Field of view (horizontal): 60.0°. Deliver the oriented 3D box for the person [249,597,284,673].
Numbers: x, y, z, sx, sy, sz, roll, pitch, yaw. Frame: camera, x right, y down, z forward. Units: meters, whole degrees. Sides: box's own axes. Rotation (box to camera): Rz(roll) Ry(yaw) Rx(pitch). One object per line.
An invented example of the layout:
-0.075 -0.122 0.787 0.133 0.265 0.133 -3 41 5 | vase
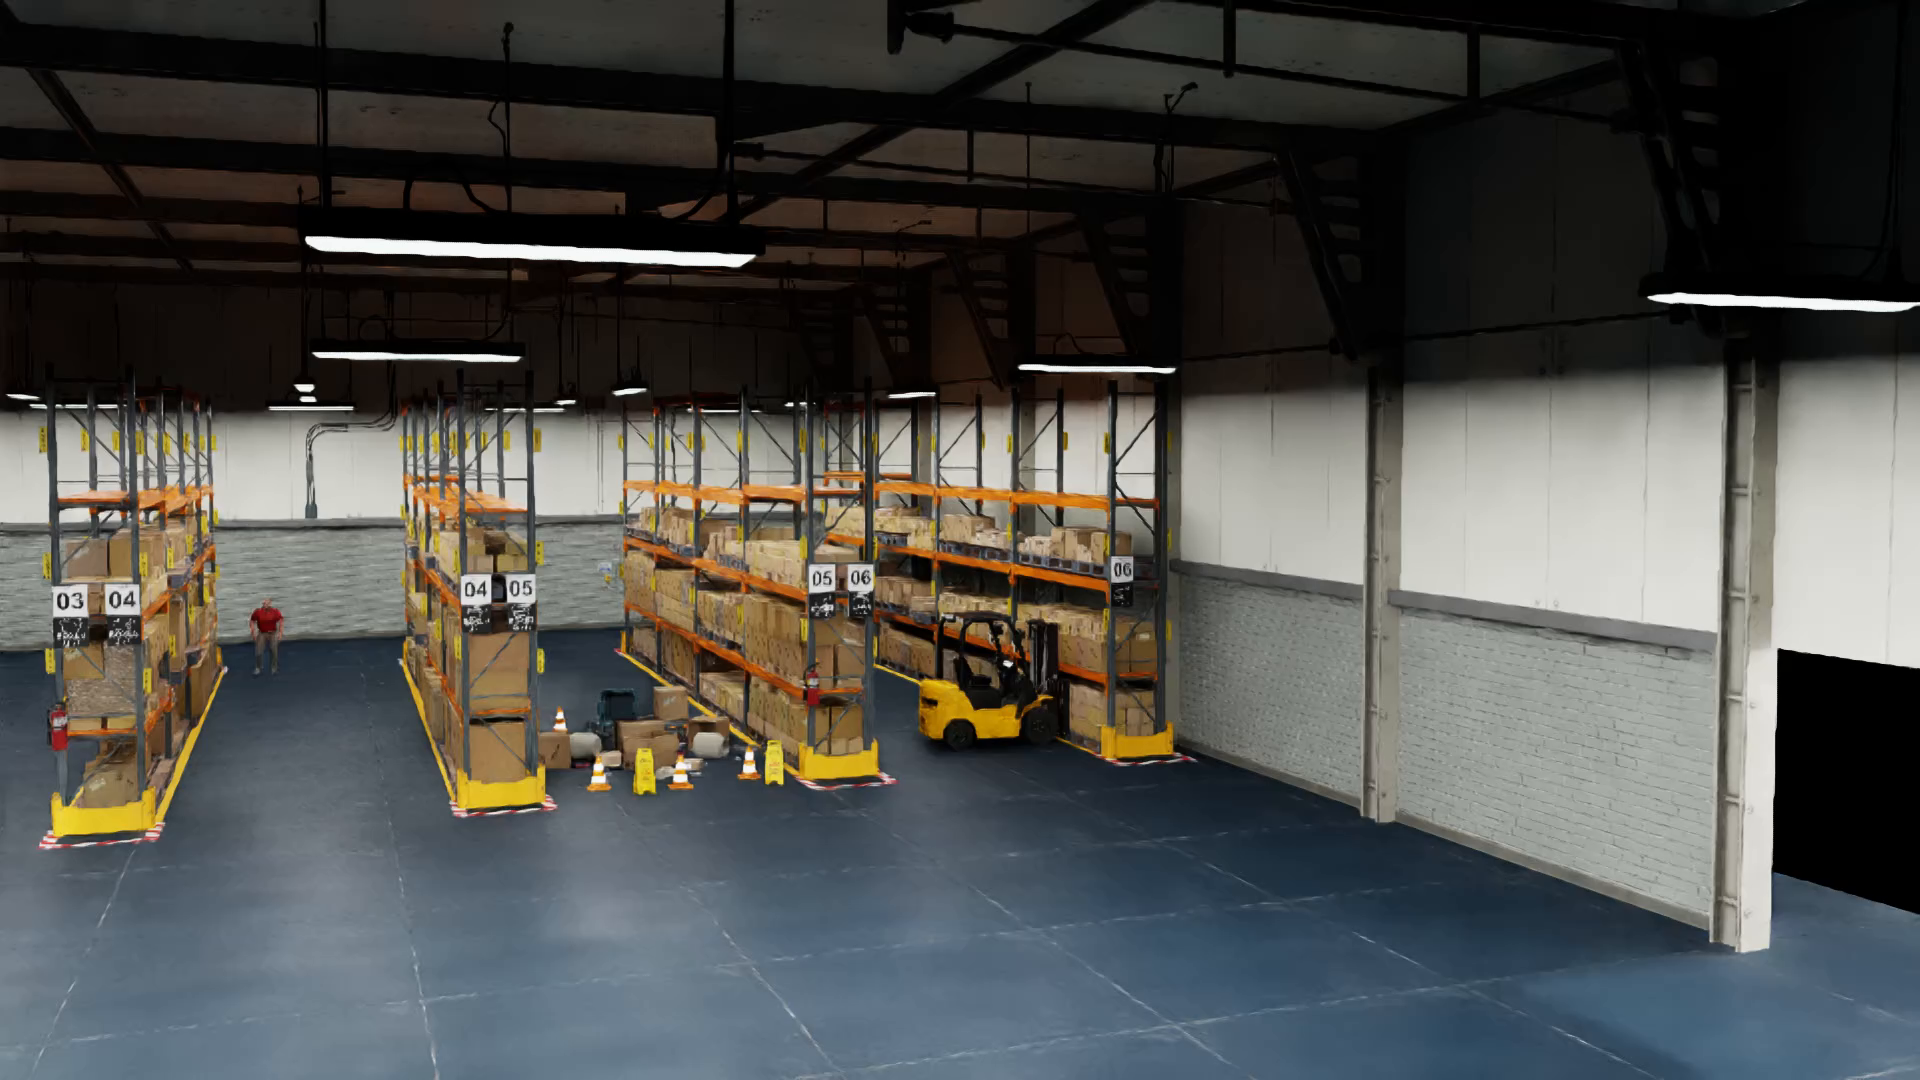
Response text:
-15.006 2.066 36.001 0.682 1.676 0.529 -1 4 -23 | person
